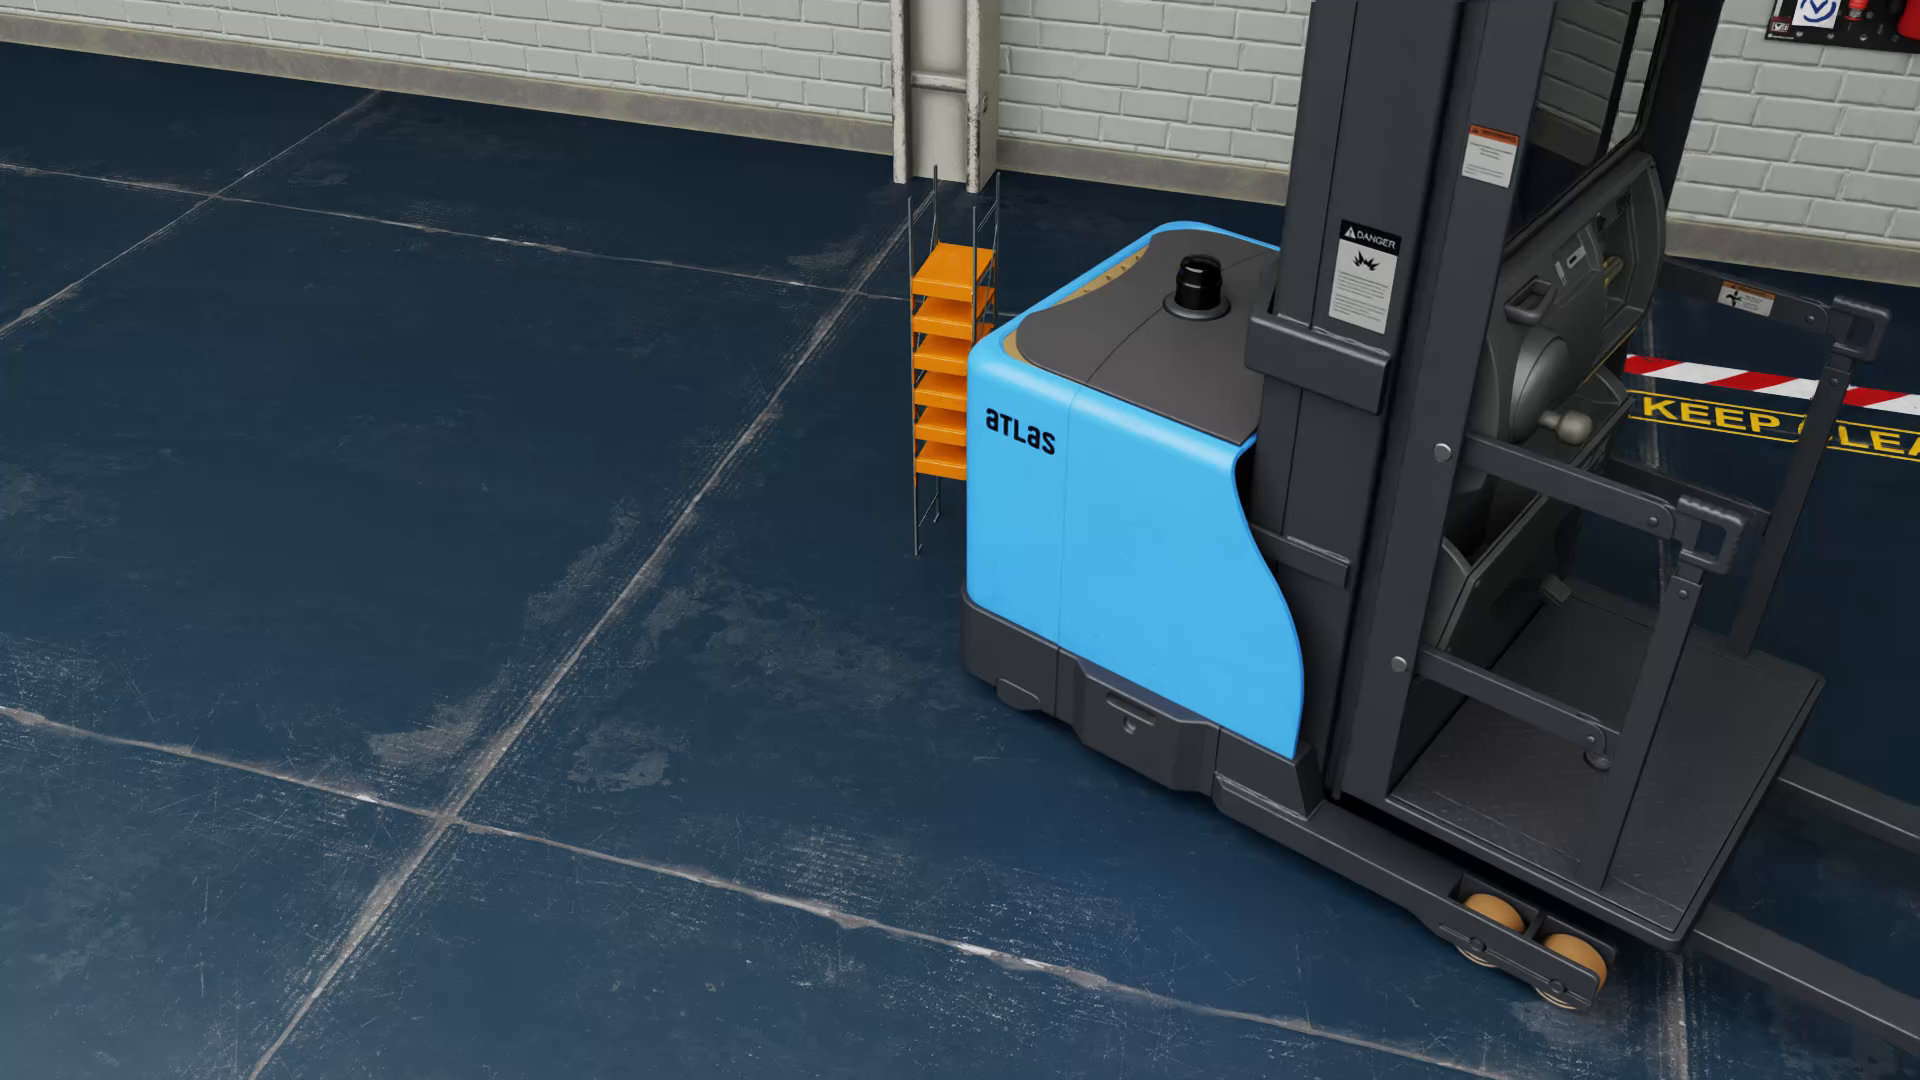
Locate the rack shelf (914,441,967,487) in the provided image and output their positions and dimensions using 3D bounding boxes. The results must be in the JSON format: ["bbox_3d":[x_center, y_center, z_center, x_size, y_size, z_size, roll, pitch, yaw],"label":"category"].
[{"bbox_3d":[-0.014,-0.257,5.066,0.180,0.103,0.258,10,38,14],"label":"rack shelf"}]

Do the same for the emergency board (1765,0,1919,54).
[{"bbox_3d":[3.318,-2.255,5.784,0.643,1.169,0.194,10,38,14],"label":"emergency board"}]

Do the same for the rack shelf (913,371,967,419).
[{"bbox_3d":[-0.014,-0.450,4.924,0.180,0.103,0.258,10,38,14],"label":"rack shelf"}]

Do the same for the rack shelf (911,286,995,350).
[{"bbox_3d":[-0.014,-0.643,4.782,0.180,0.103,0.258,10,38,14],"label":"rack shelf"}]

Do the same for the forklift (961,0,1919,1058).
[{"bbox_3d":[1.472,-0.471,3.417,3.031,2.935,1.130,25,43,30],"label":"forklift"}]

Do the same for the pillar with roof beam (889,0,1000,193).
[{"bbox_3d":[-1.346,-2.838,1.514,0.400,9.000,9.100,10,38,14],"label":"pillar with roof beam"}]

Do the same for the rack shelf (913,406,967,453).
[{"bbox_3d":[-0.014,-0.353,4.995,0.180,0.103,0.258,10,38,14],"label":"rack shelf"}]

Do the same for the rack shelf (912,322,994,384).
[{"bbox_3d":[-0.014,-0.547,4.853,0.180,0.103,0.258,10,38,14],"label":"rack shelf"}]

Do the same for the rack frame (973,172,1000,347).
[{"bbox_3d":[0.074,-0.470,4.876,0.006,1.200,0.240,10,38,14],"label":"rack frame"}]

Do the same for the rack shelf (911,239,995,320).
[{"bbox_3d":[-0.014,-0.740,4.711,0.180,0.103,0.258,10,38,14],"label":"rack shelf"}]

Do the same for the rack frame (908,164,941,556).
[{"bbox_3d":[-0.101,-0.502,4.920,0.006,1.200,0.240,10,38,14],"label":"rack frame"}]

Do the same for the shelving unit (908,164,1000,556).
[{"bbox_3d":[-0.014,-0.486,4.898,0.189,1.200,0.258,10,38,14],"label":"shelving unit"}]

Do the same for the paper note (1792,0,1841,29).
[{"bbox_3d":[3.169,-1.971,6.141,0.142,0.148,0.016,10,38,14],"label":"paper note"}]
